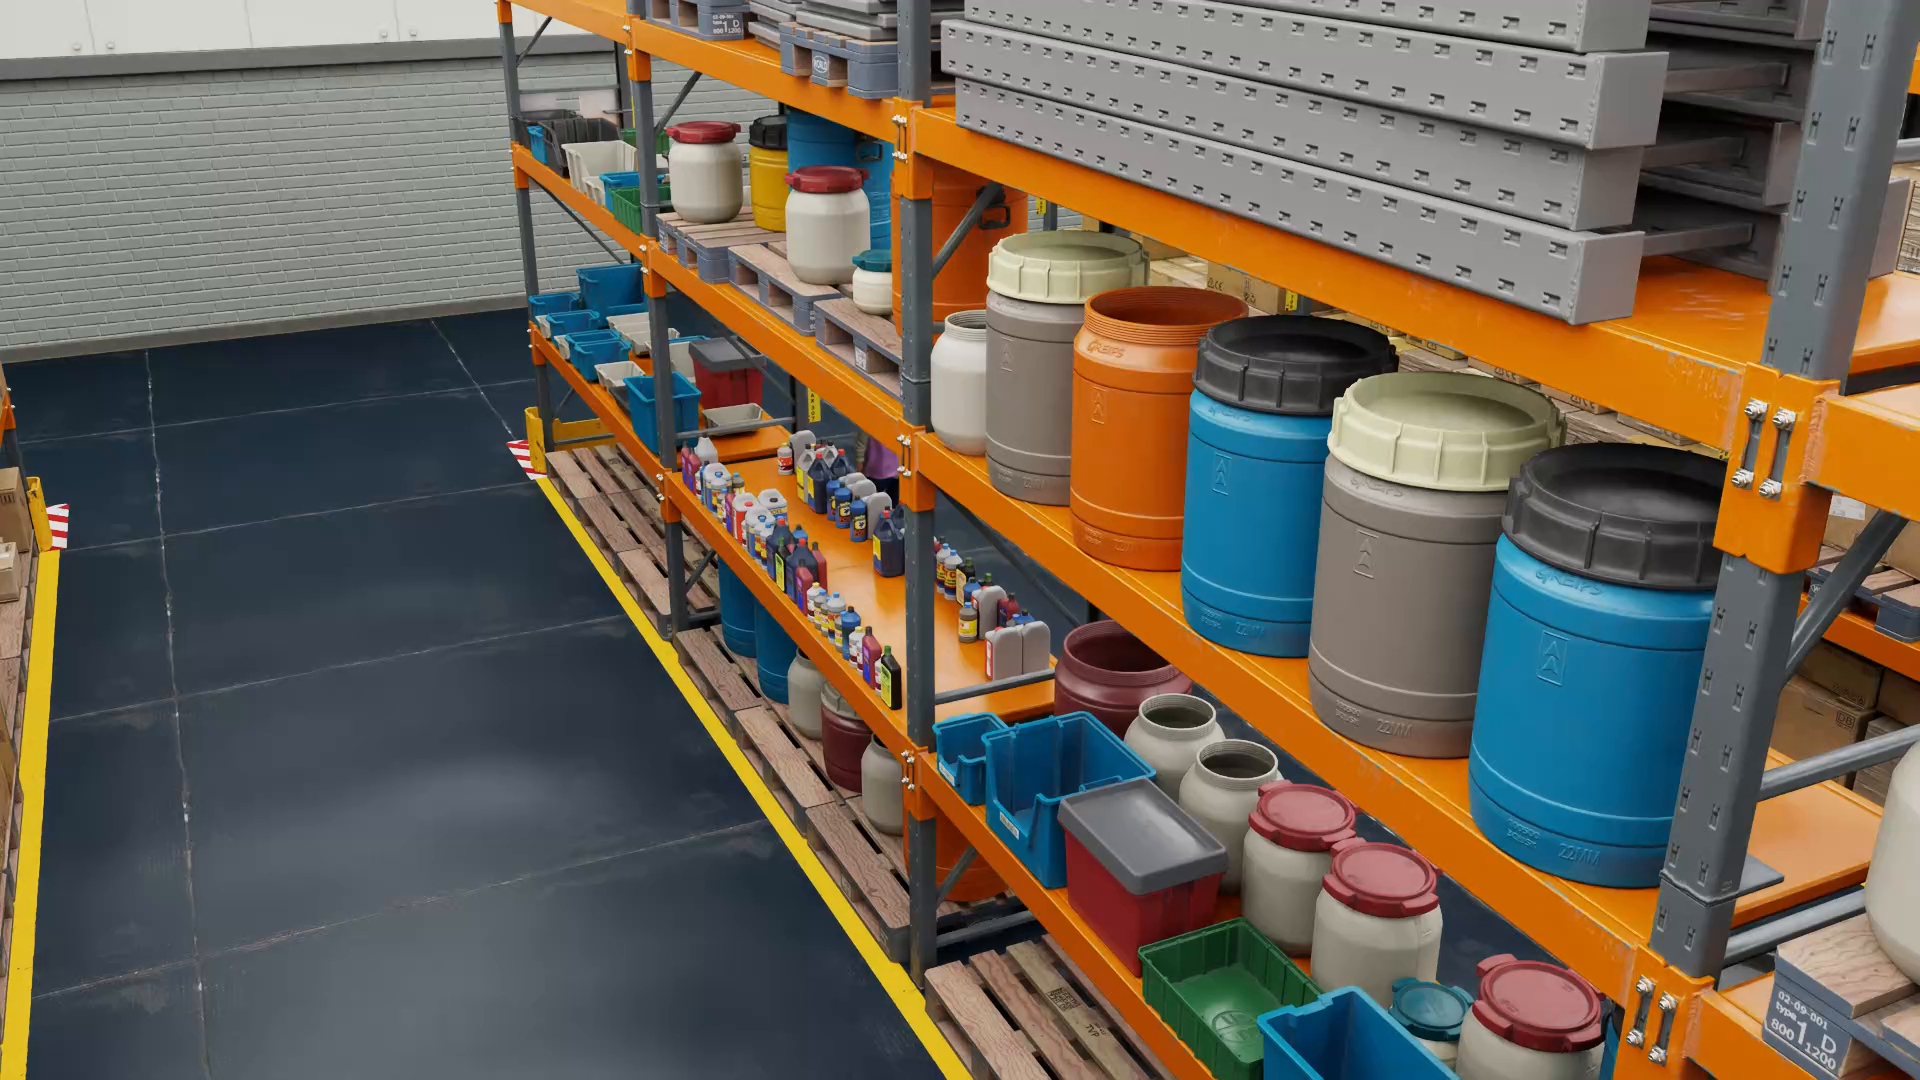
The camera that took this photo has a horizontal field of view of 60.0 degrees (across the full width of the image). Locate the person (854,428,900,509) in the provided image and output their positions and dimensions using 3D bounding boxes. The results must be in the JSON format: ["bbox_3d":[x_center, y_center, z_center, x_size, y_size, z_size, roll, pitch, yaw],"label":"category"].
[{"bbox_3d":[-0.574,-0.483,12.223,0.417,1.564,0.340,-13,26,-29],"label":"person"}]
